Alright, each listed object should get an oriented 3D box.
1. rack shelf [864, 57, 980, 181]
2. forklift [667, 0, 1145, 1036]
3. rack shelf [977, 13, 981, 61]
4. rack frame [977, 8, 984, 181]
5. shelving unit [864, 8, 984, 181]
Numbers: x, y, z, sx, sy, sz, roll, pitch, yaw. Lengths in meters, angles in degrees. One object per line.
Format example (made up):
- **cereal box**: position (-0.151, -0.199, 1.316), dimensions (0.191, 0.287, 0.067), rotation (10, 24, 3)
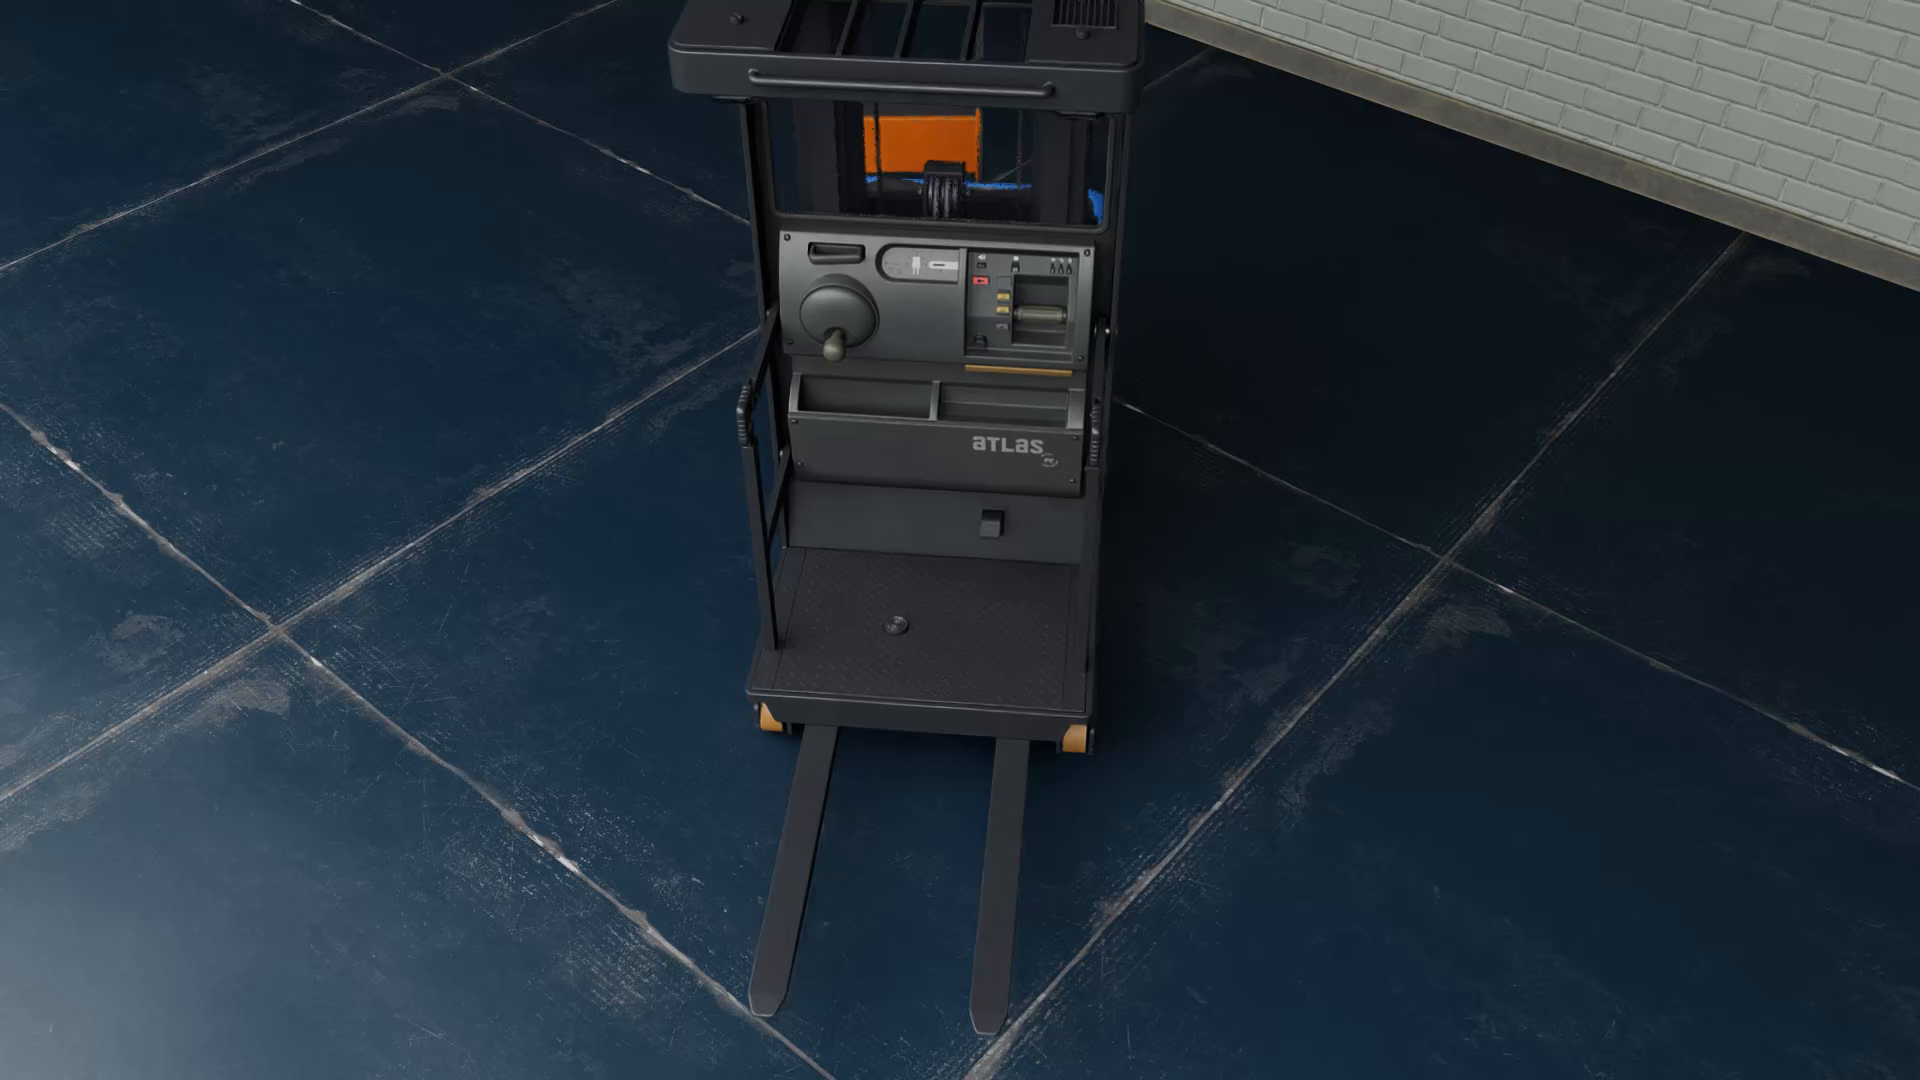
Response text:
- **rack shelf**: position (-0.170, -1.513, 6.373), dimensions (0.480, 0.518, 0.431), rotation (0, 42, 0)
- **forklift**: position (-0.090, -0.626, 4.760), dimensions (1.130, 2.935, 3.031), rotation (4, 42, 4)
- **rack shelf**: position (-0.169, -2.031, 5.902), dimensions (0.480, 0.518, 0.431), rotation (0, 42, 0)
- **rack frame**: position (0.074, -1.525, 6.366), dimensions (0.015, 2.100, 0.400), rotation (0, 42, 0)
- **shelving unit**: position (-0.170, -1.523, 6.364), dimensions (0.503, 2.100, 0.431), rotation (0, 42, 0)
